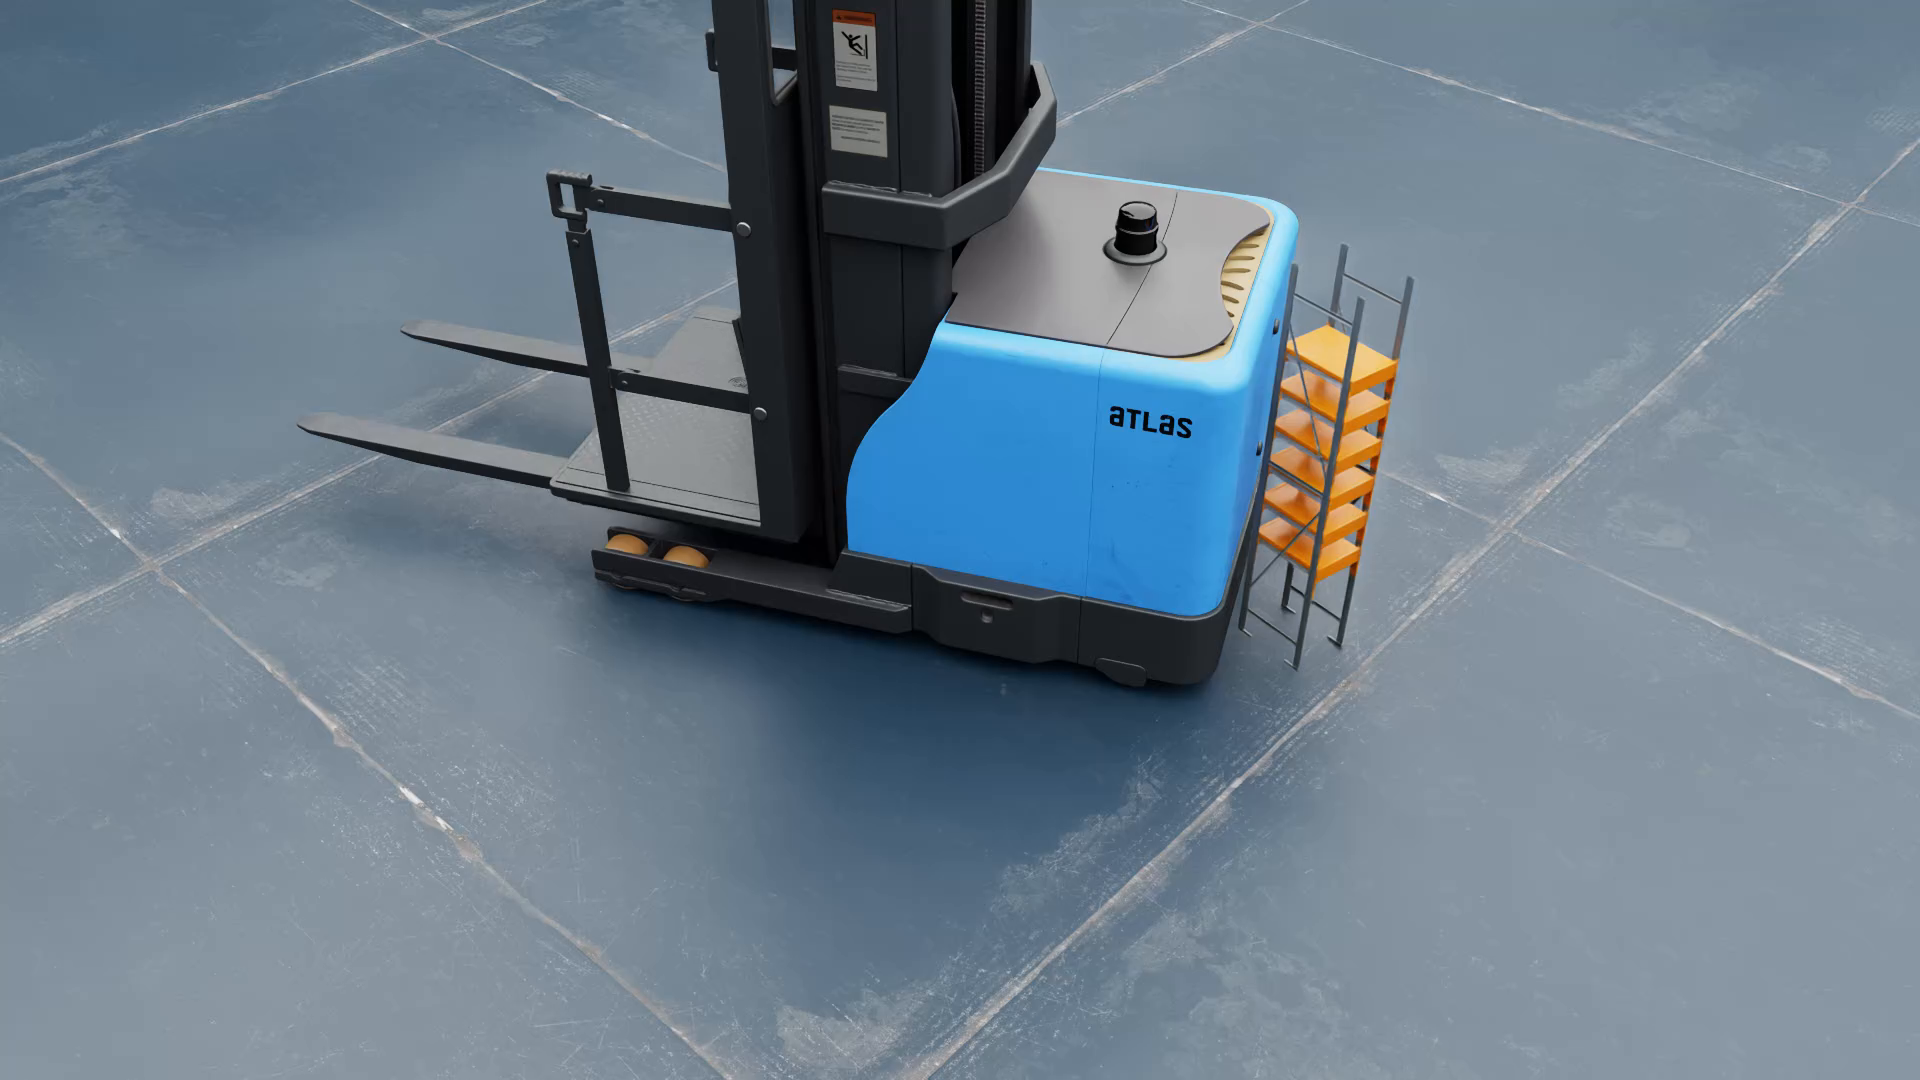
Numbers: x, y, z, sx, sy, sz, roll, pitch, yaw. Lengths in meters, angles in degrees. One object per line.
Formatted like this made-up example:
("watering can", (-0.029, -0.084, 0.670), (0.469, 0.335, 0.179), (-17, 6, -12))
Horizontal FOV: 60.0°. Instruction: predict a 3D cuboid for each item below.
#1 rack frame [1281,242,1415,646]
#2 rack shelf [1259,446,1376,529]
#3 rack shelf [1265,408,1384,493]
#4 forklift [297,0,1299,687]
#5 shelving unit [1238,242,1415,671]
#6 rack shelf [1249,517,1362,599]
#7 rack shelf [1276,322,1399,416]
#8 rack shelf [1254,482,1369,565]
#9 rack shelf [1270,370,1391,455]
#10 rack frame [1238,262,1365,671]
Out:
("rack frame", (1.049, -0.228, 4.569), (0.006, 1.200, 0.240), (-24, 43, -29))
("rack shelf", (0.976, -0.160, 4.551), (0.180, 0.103, 0.258), (-24, 43, -29))
("rack shelf", (0.978, -0.256, 4.479), (0.180, 0.103, 0.258), (-24, 43, -29))
("forklift", (-0.597, -1.263, 4.484), (3.031, 2.935, 1.130), (11, 40, 13))
("shelving unit", (0.977, -0.196, 4.524), (0.189, 1.200, 0.258), (-24, 43, -29))
("rack shelf", (0.973, 0.032, 4.695), (0.180, 0.103, 0.258), (-24, 43, -29))
("rack shelf", (0.981, -0.448, 4.336), (0.180, 0.103, 0.258), (-24, 43, -29))
("rack shelf", (0.974, -0.064, 4.623), (0.180, 0.103, 0.258), (-24, 43, -29))
("rack shelf", (0.979, -0.352, 4.407), (0.180, 0.103, 0.258), (-24, 43, -29))
("rack frame", (0.904, -0.163, 4.479), (0.006, 1.200, 0.240), (-24, 43, -29))
